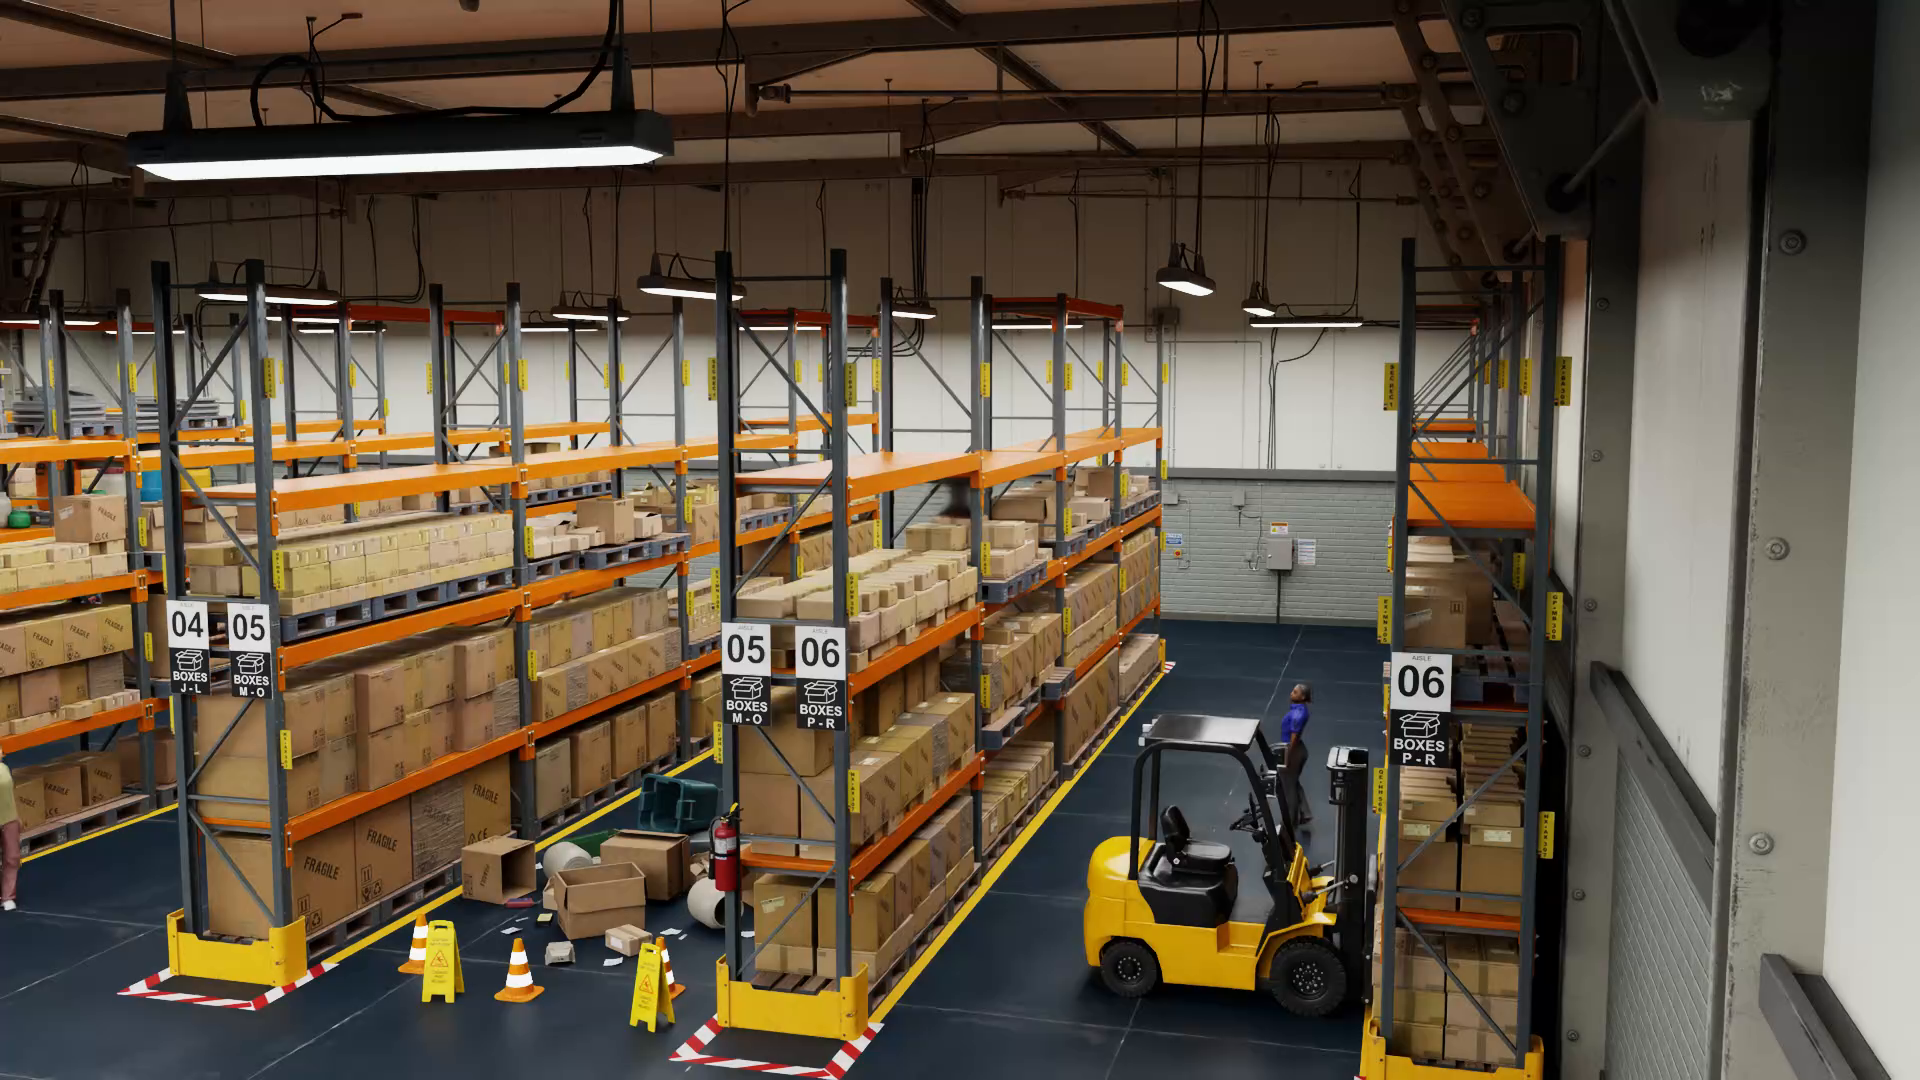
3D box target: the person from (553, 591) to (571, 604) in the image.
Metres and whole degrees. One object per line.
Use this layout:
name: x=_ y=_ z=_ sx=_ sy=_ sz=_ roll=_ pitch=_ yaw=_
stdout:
person: x=-6.292 y=1.524 z=26.326 sx=0.626 sy=1.648 sz=1.028 roll=2 pitch=6 yaw=16

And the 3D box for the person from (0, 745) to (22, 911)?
person: x=-9.110 y=2.717 z=15.748 sx=0.354 sy=1.724 sz=0.489 roll=4 pitch=7 yaw=33

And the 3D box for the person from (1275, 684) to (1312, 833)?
person: x=3.662 y=2.445 z=18.423 sx=0.428 sy=1.561 sz=0.553 roll=5 pitch=8 yaw=37
